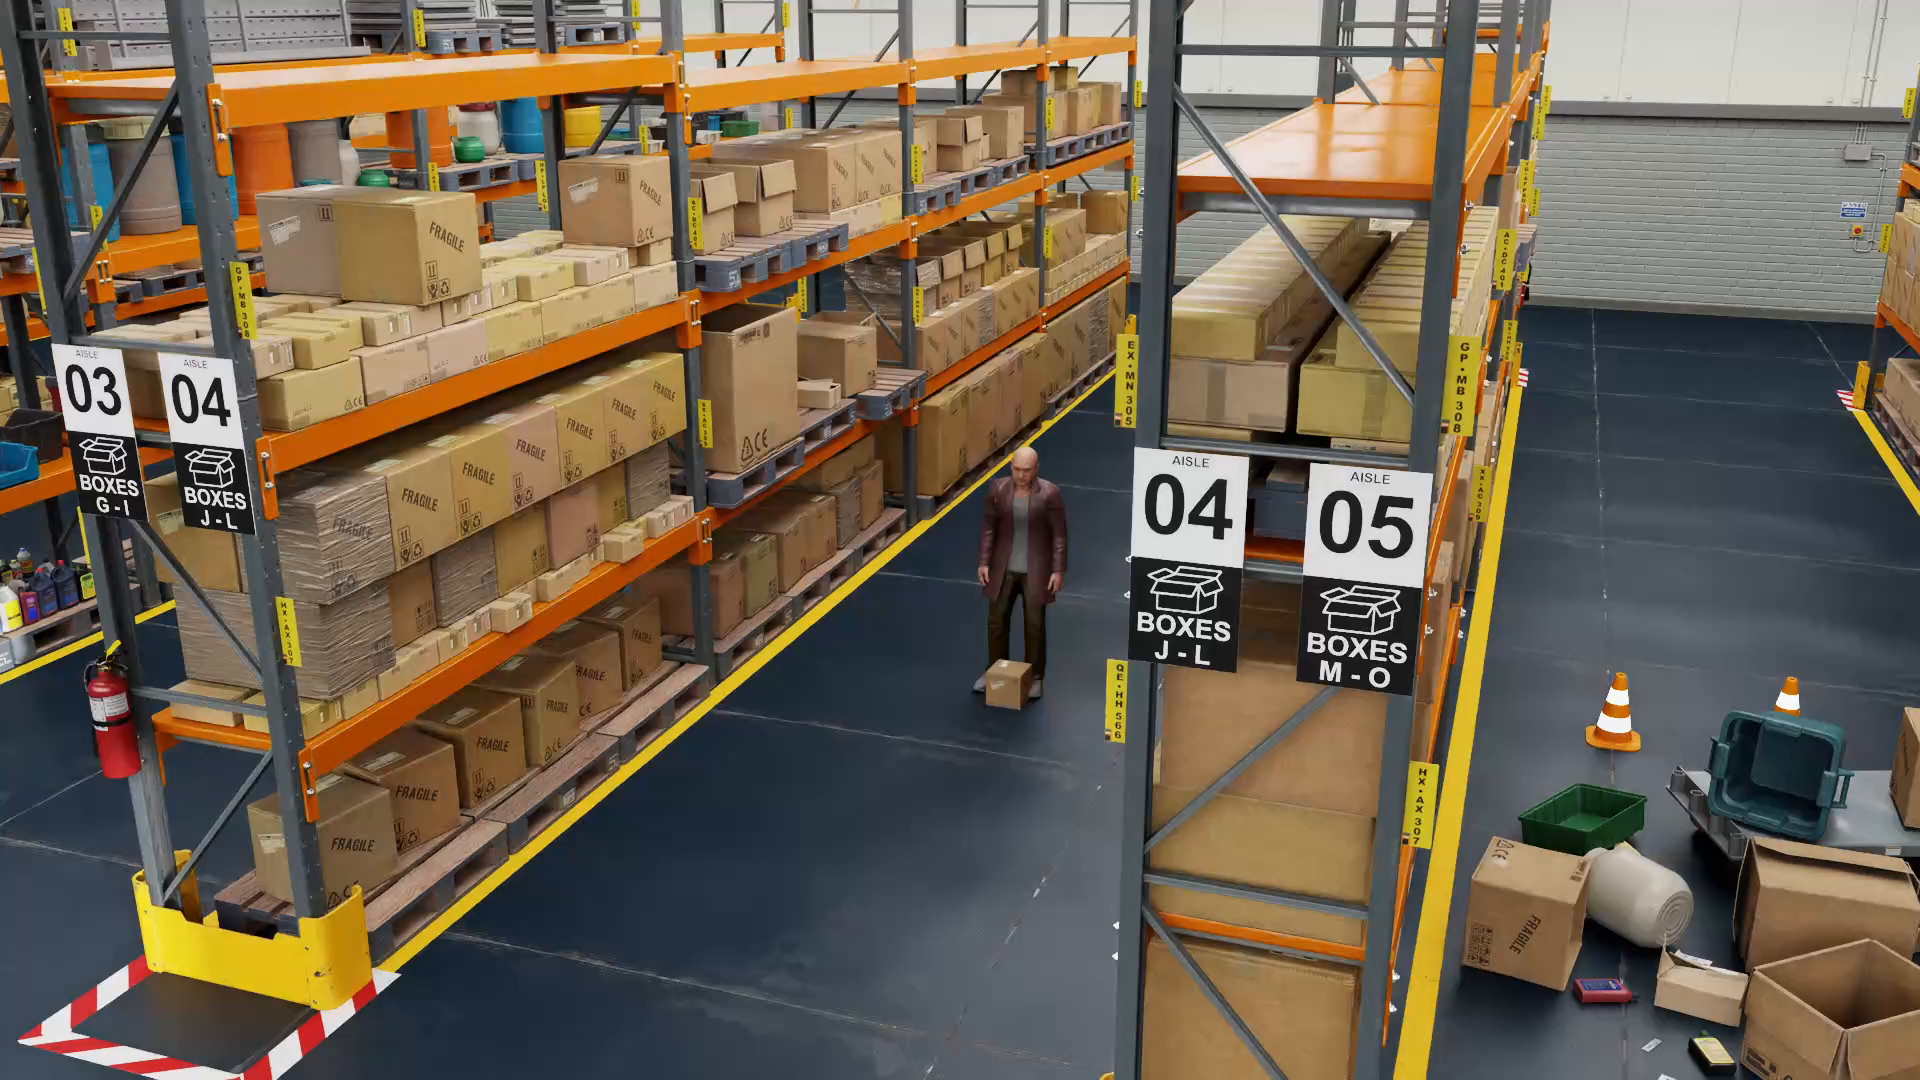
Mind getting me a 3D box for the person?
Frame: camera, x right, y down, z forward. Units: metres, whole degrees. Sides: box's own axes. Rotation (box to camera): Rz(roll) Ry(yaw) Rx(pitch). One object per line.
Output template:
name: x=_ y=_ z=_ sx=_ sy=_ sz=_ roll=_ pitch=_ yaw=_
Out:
person: x=0.424 y=0.202 z=11.478 sx=0.646 sy=1.772 sz=0.429 roll=5 pitch=19 yaw=15
